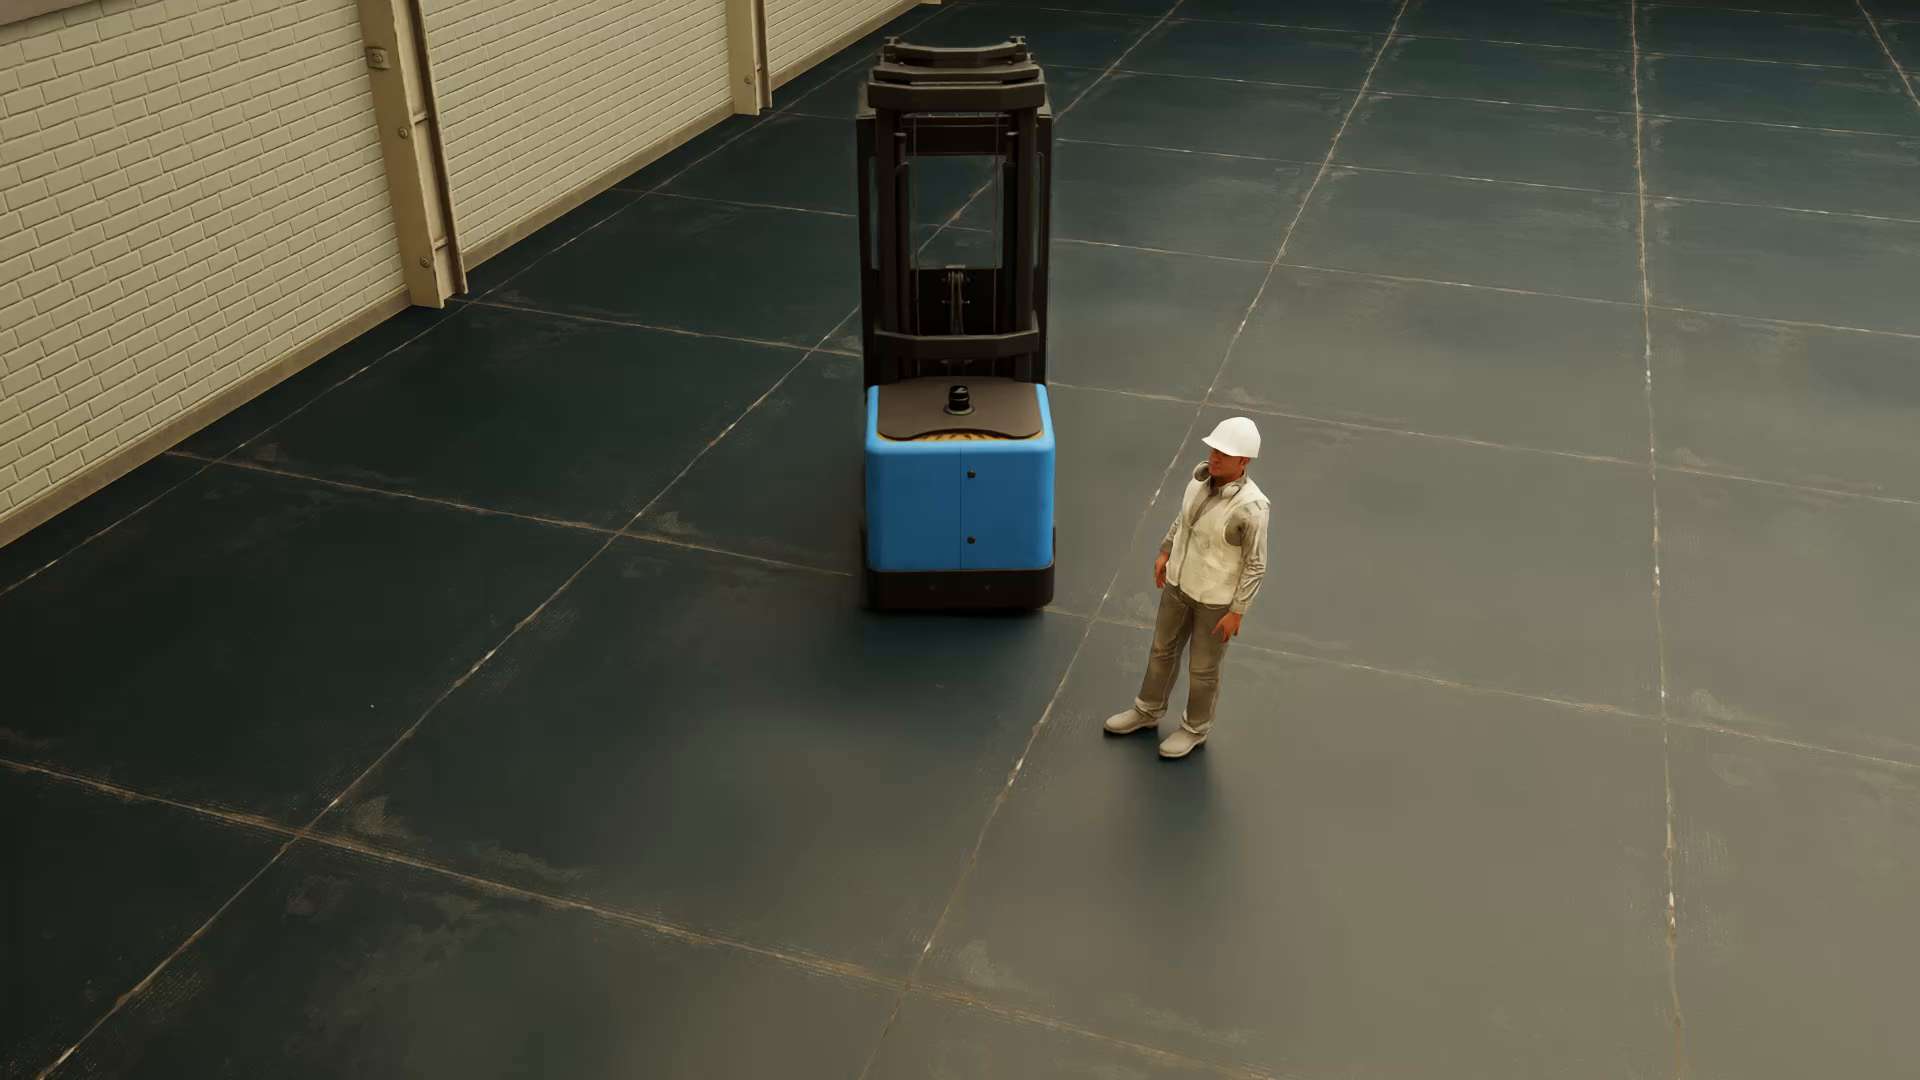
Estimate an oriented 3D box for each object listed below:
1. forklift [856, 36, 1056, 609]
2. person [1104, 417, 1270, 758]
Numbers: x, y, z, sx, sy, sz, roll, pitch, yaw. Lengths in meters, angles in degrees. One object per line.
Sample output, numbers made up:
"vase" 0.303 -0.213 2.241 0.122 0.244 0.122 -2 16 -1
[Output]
"forklift" -0.040 -1.583 9.914 1.130 2.935 3.031 -1 30 -1
"person" 1.106 0.238 7.872 0.570 1.773 0.630 -16 33 -26
